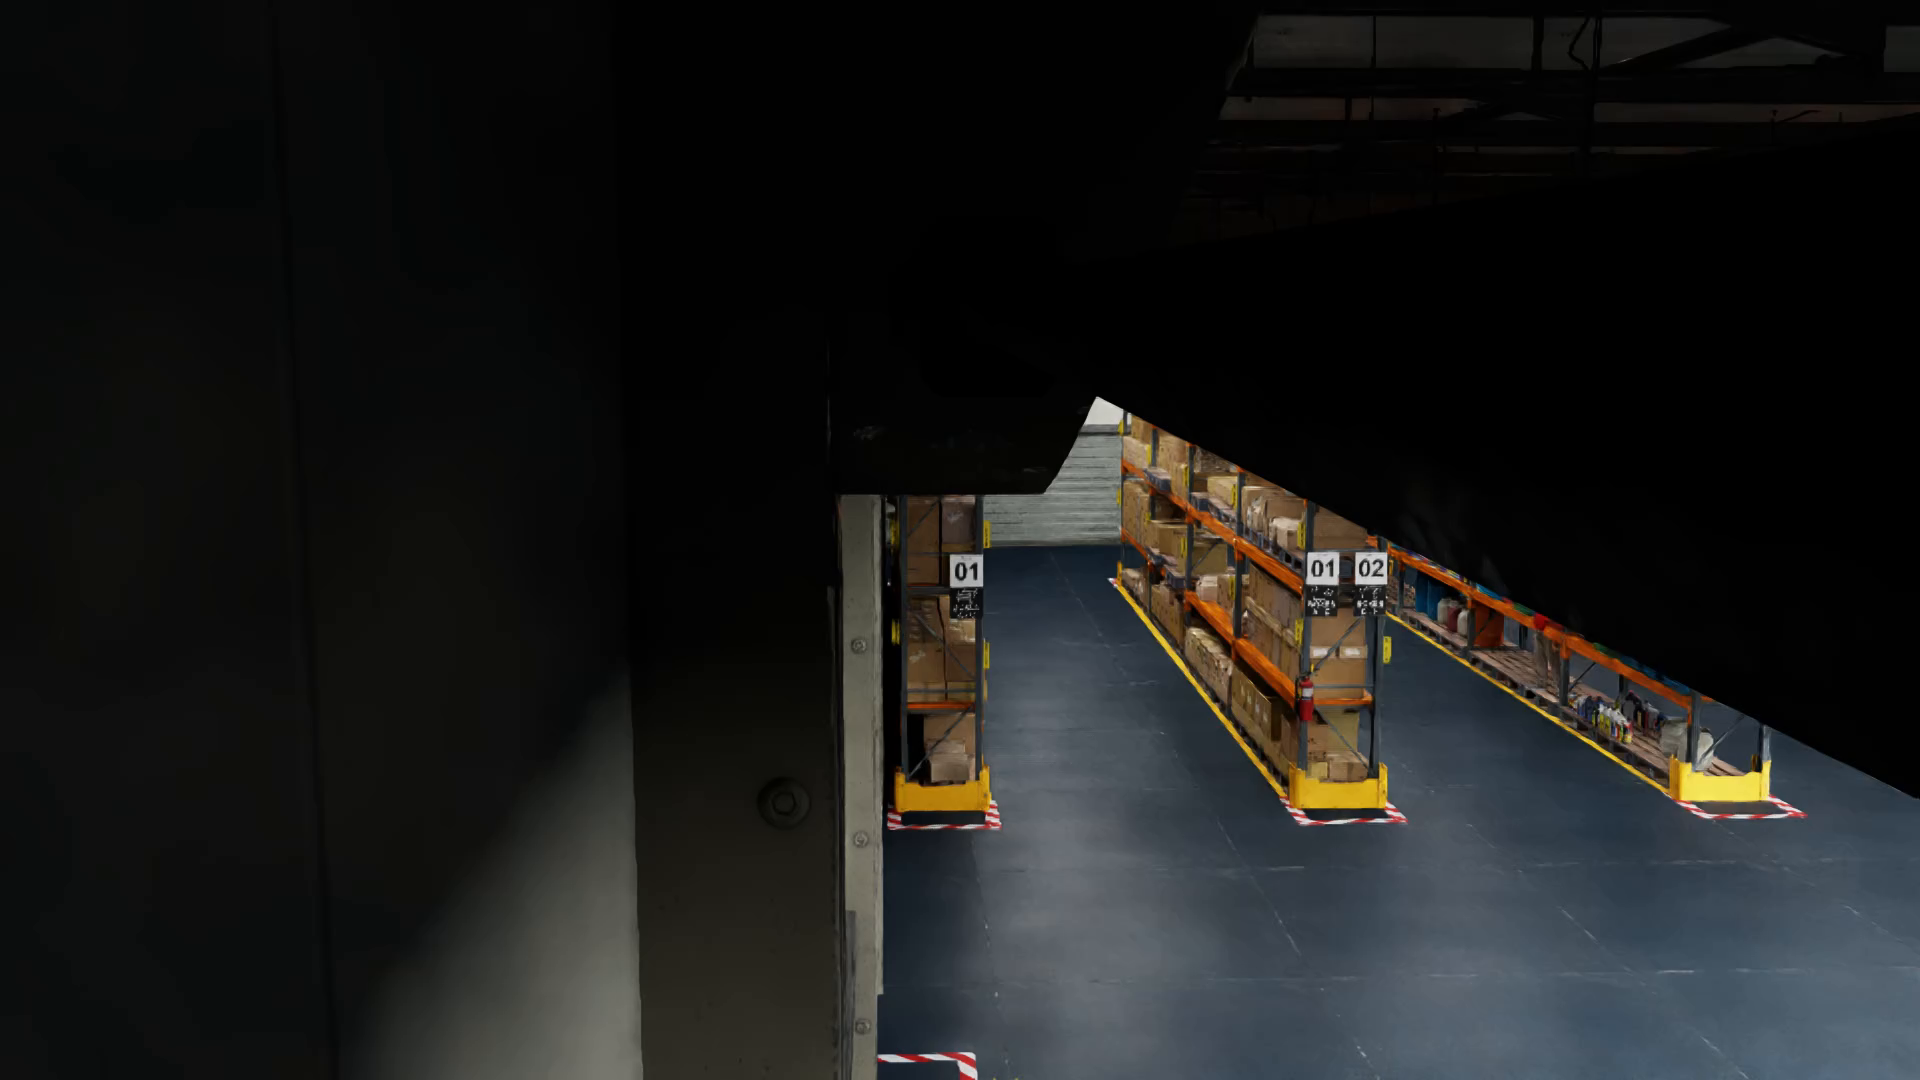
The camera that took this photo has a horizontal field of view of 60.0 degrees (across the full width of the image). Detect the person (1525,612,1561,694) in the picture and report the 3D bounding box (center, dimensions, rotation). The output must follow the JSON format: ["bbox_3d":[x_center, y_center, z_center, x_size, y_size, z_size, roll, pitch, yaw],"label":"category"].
[{"bbox_3d":[9.107,1.500,25.701,0.505,1.720,0.616,-1,9,-9],"label":"person"}]
